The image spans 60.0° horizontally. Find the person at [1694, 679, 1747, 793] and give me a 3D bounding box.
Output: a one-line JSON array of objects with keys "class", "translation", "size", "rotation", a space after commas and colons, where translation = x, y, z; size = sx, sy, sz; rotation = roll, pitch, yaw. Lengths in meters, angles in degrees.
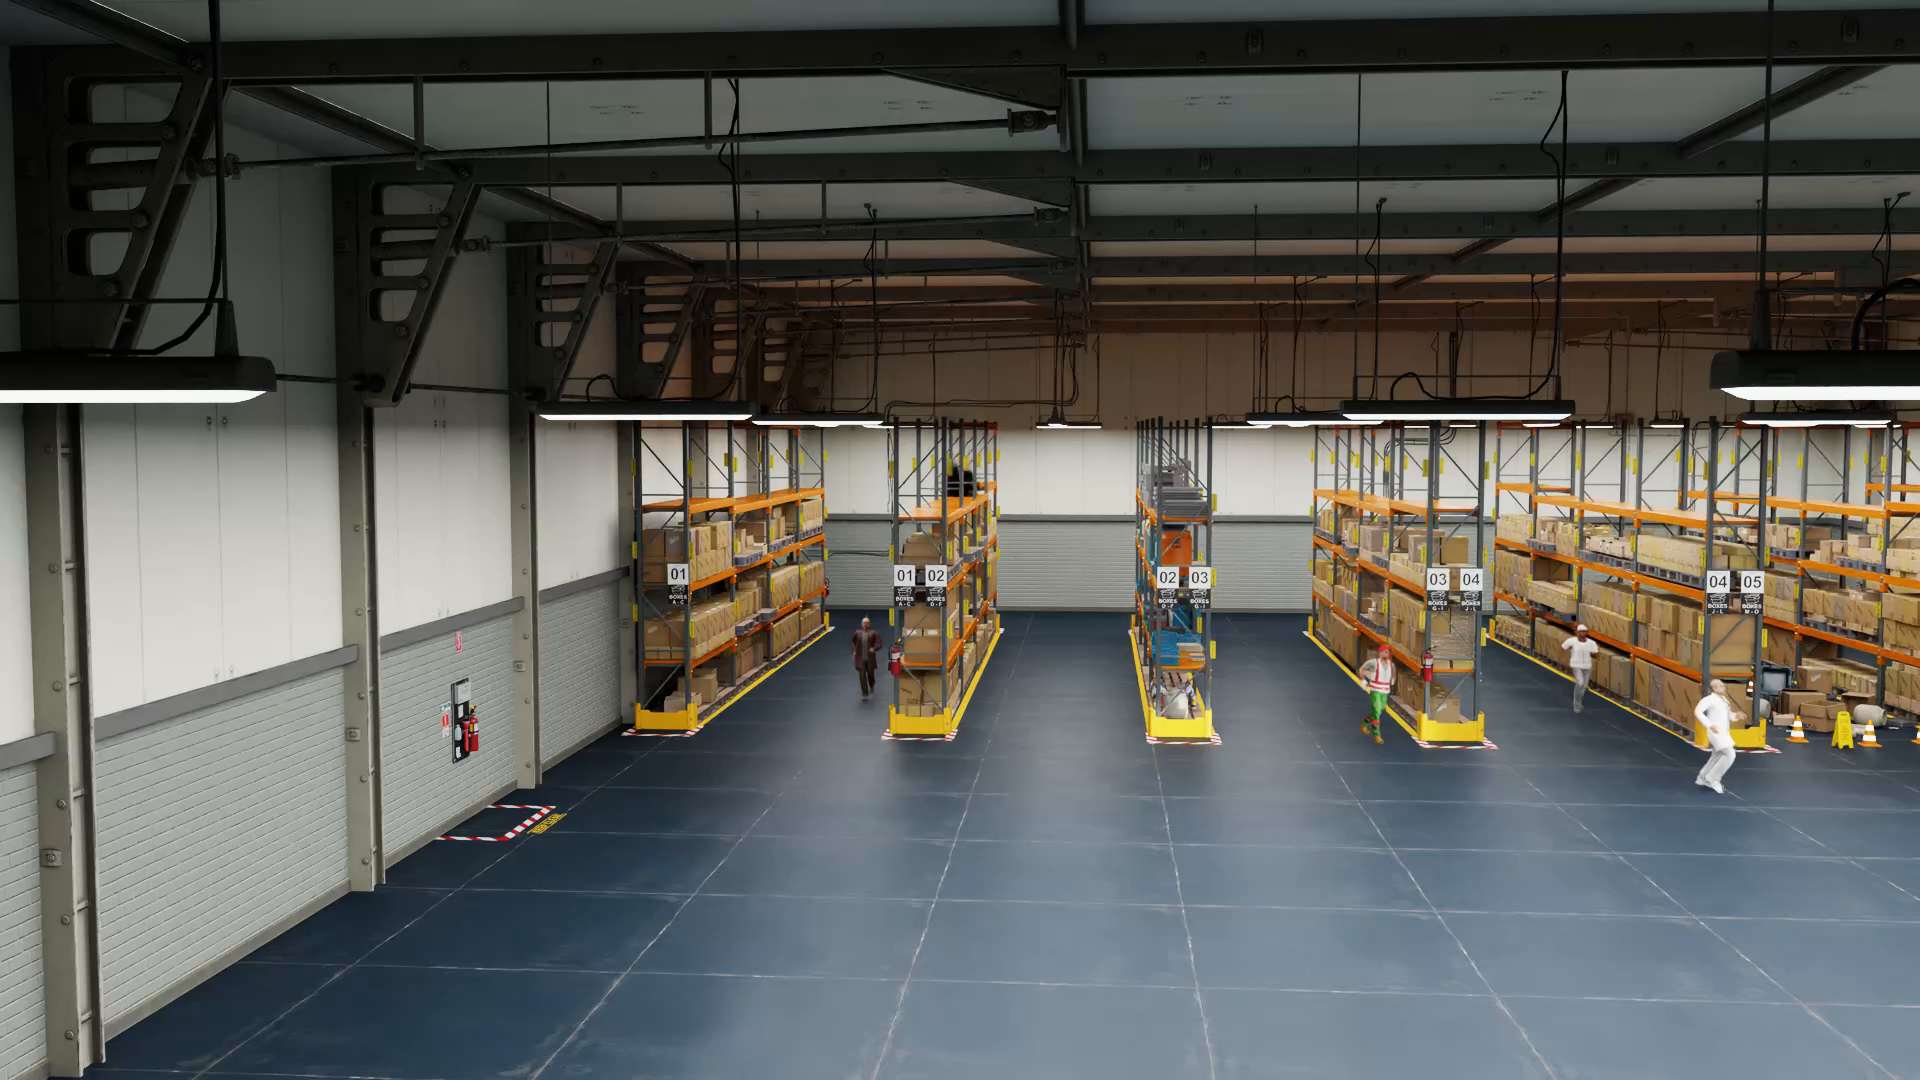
[{"class": "person", "translation": [12.089, 3.120, 26.436], "size": [0.730, 1.801, 0.685], "rotation": [3, 5, 40]}]

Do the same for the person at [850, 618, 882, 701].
[{"class": "person", "translation": [-2.007, 2.529, 35.501], "size": [0.709, 1.742, 0.799], "rotation": [0, 4, 4]}]

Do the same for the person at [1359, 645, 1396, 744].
[{"class": "person", "translation": [7.777, 2.818, 30.846], "size": [0.699, 1.769, 0.964], "rotation": [-1, 4, -18]}]

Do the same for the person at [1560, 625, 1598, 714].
[{"class": "person", "translation": [12.662, 2.631, 33.908], "size": [0.669, 1.823, 0.751], "rotation": [0, 4, -2]}]
